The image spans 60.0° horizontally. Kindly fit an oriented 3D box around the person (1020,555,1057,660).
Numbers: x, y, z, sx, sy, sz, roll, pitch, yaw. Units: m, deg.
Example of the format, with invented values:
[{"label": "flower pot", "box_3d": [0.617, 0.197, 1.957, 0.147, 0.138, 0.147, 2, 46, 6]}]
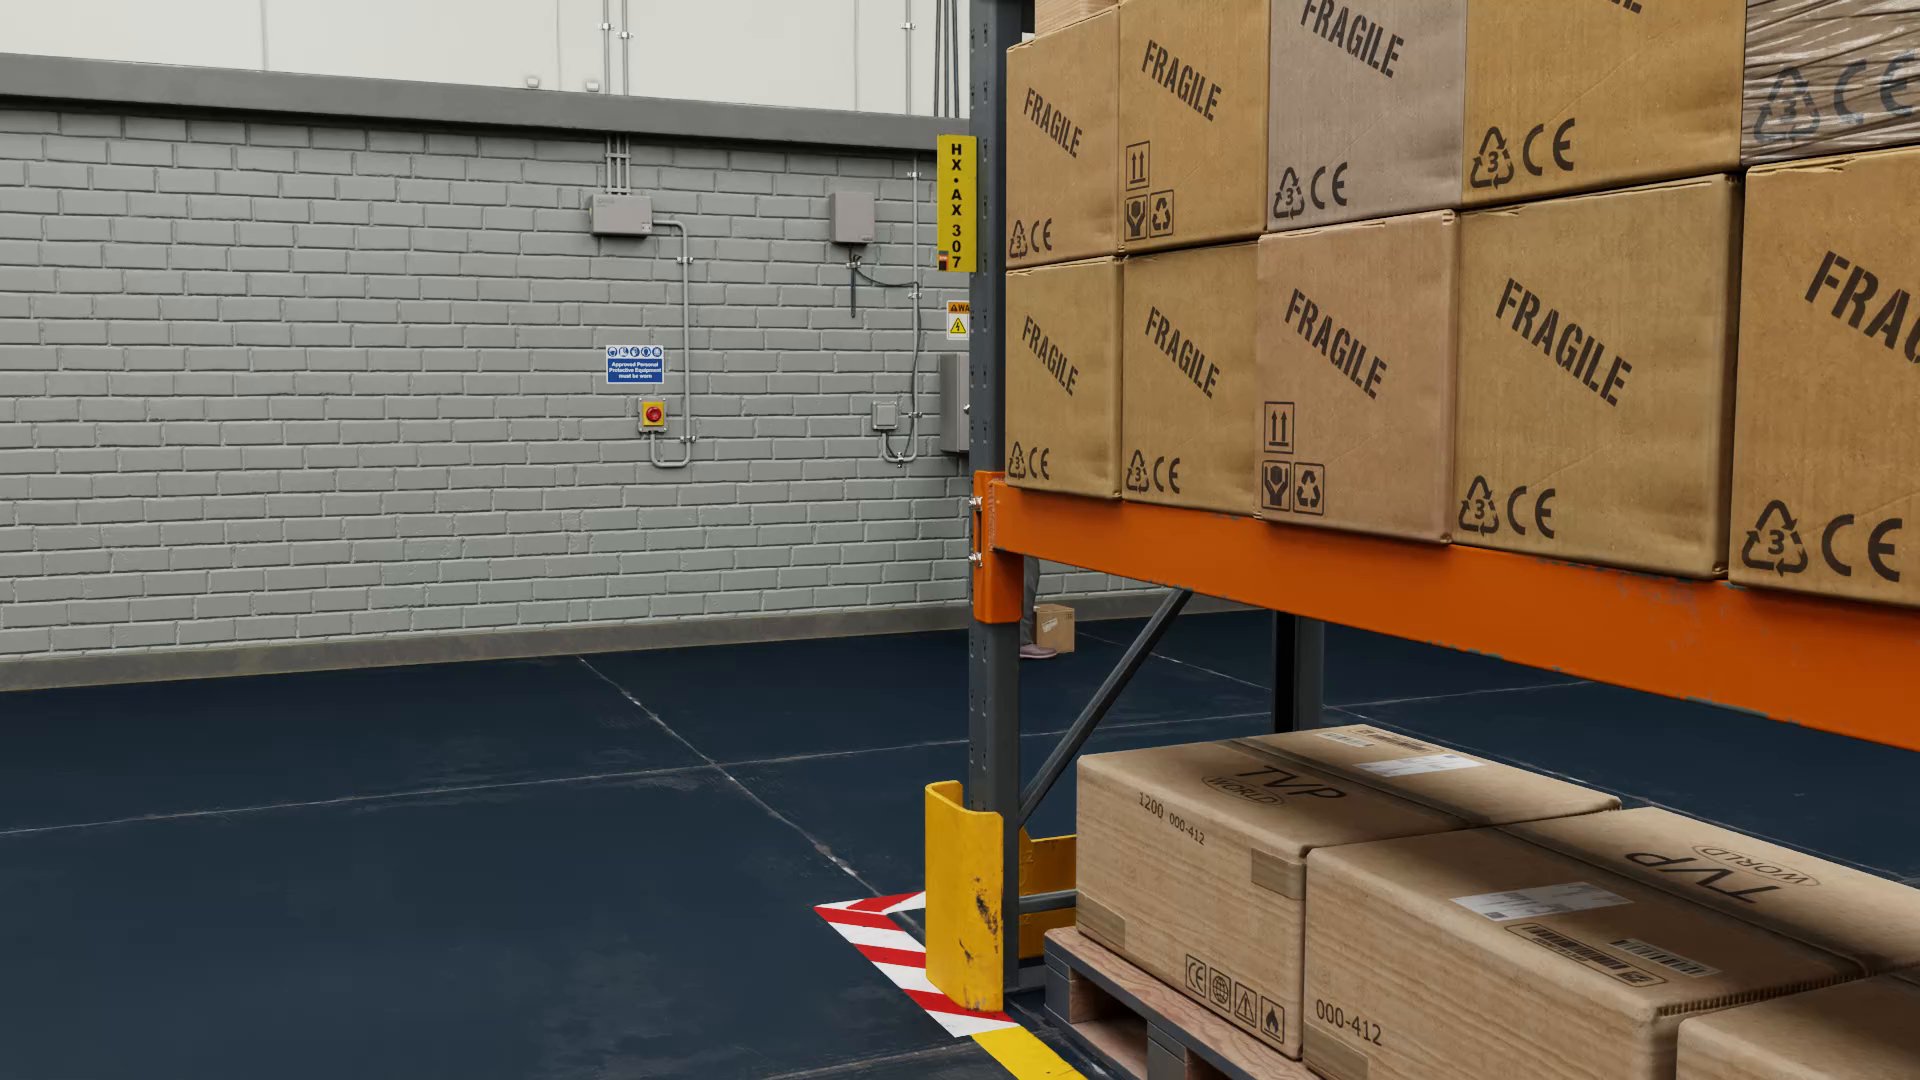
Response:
[{"label": "person", "box_3d": [0.301, -0.175, 9.349, 0.349, 1.655, 0.510, -2, 6, -24]}]
